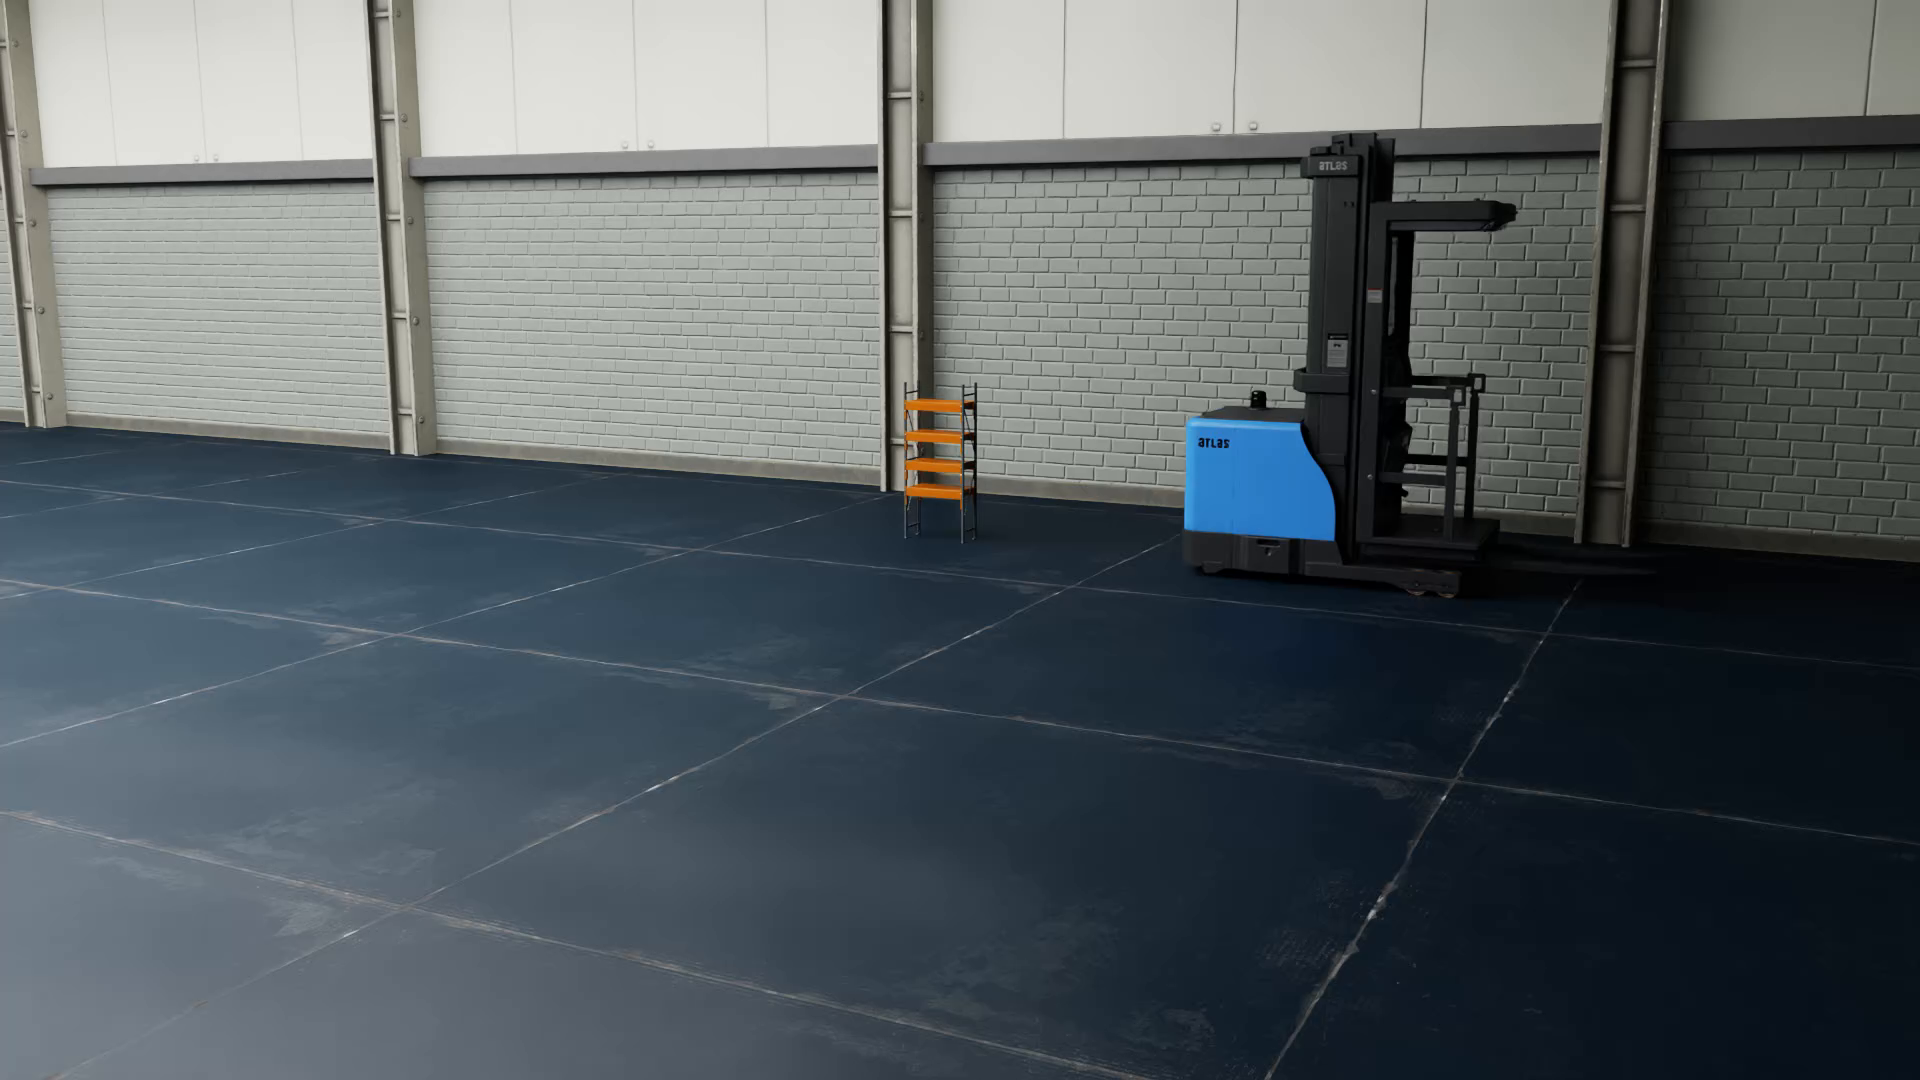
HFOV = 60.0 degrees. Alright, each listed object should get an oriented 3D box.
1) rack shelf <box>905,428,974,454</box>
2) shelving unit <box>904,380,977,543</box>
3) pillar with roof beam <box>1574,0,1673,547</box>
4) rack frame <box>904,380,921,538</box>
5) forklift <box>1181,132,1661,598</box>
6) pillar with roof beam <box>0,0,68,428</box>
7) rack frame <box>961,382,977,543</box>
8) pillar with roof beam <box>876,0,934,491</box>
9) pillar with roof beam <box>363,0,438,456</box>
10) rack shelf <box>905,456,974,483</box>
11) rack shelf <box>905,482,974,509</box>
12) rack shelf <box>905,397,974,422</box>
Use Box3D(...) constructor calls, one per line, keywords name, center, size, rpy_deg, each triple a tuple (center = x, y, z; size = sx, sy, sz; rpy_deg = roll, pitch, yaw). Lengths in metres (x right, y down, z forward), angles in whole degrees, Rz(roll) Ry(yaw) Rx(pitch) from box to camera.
Box3D(name="rack shelf", center=(-0.148, -0.757, 12.668), size=(0.480, 0.148, 0.258), rpy_deg=(5, 11, 26))
Box3D(name="shelving unit", center=(-0.148, -0.603, 12.695), size=(0.503, 1.200, 0.258), rpy_deg=(5, 11, 26))
Box3D(name="pillar with roof beam", center=(2.993, -3.726, 8.049), size=(0.400, 9.000, 9.100), rpy_deg=(5, 11, 26))
Box3D(name="rack frame", center=(-0.367, -0.623, 12.802), size=(0.015, 1.200, 0.240), rpy_deg=(5, 11, 26))
Box3D(name="forklift", center=(3.087, -1.179, 11.016), size=(3.031, 2.935, 1.130), rpy_deg=(5, 11, 24))
Box3D(name="pillar with roof beam", center=(-13.149, -5.144, 15.886), size=(0.400, 9.000, 9.100), rpy_deg=(5, 11, 26))
Box3D(name="rack frame", center=(0.070, -0.584, 12.589), size=(0.015, 1.200, 0.240), rpy_deg=(5, 11, 26))
Box3D(name="pillar with roof beam", center=(-2.387, -4.199, 10.661), size=(0.400, 9.000, 9.100), rpy_deg=(5, 11, 26))
Box3D(name="pillar with roof beam", center=(-7.768, -4.671, 13.274), size=(0.400, 9.000, 9.100), rpy_deg=(5, 11, 26))
Box3D(name="rack shelf", center=(-0.148, -0.537, 12.707), size=(0.480, 0.148, 0.258), rpy_deg=(5, 11, 26))
Box3D(name="rack shelf", center=(-0.148, -0.342, 12.743), size=(0.480, 0.148, 0.258), rpy_deg=(5, 11, 26))
Box3D(name="rack shelf", center=(-0.148, -0.990, 12.625), size=(0.480, 0.148, 0.258), rpy_deg=(5, 11, 26))
